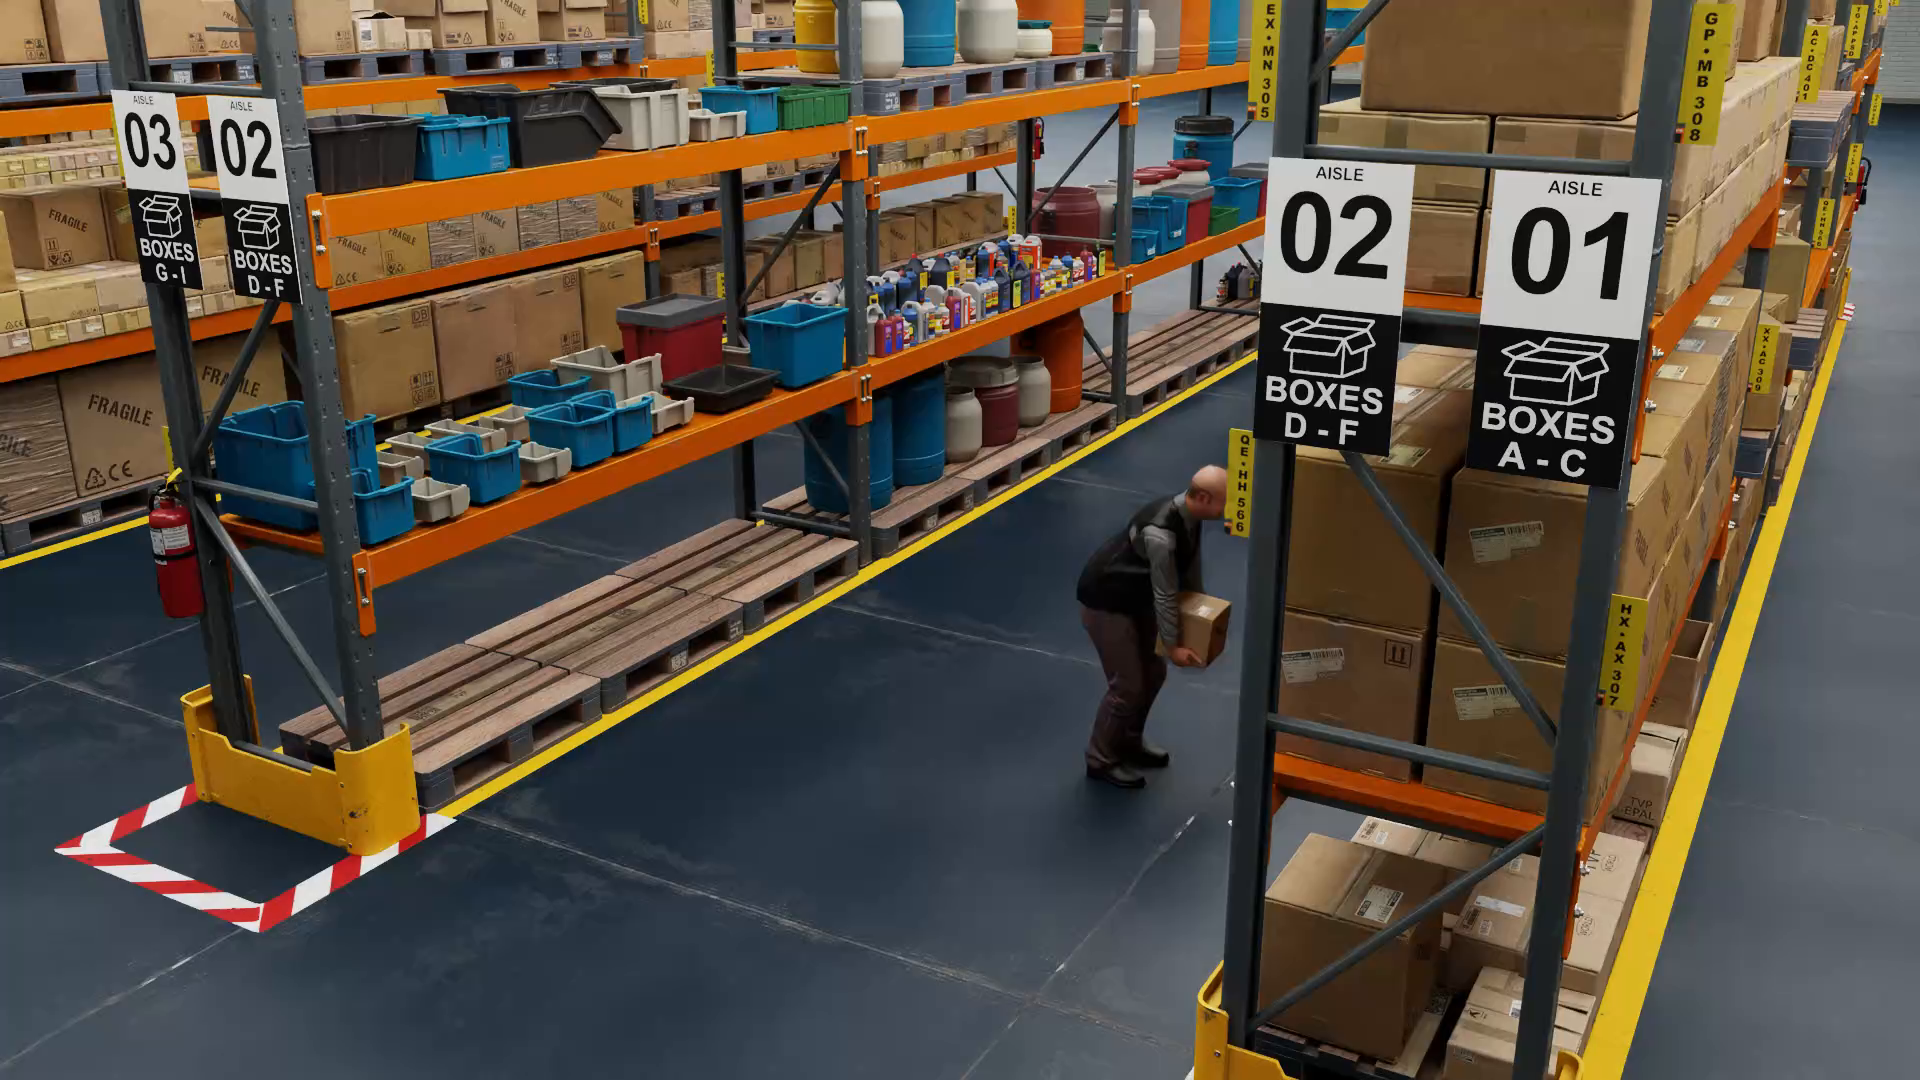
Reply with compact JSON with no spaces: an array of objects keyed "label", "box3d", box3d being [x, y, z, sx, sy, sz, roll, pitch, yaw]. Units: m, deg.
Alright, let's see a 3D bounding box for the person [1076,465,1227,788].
[{"label":"person","box3d":[0.905,0.379,7.752,0.699,1.575,0.473,10,22,26]}]
